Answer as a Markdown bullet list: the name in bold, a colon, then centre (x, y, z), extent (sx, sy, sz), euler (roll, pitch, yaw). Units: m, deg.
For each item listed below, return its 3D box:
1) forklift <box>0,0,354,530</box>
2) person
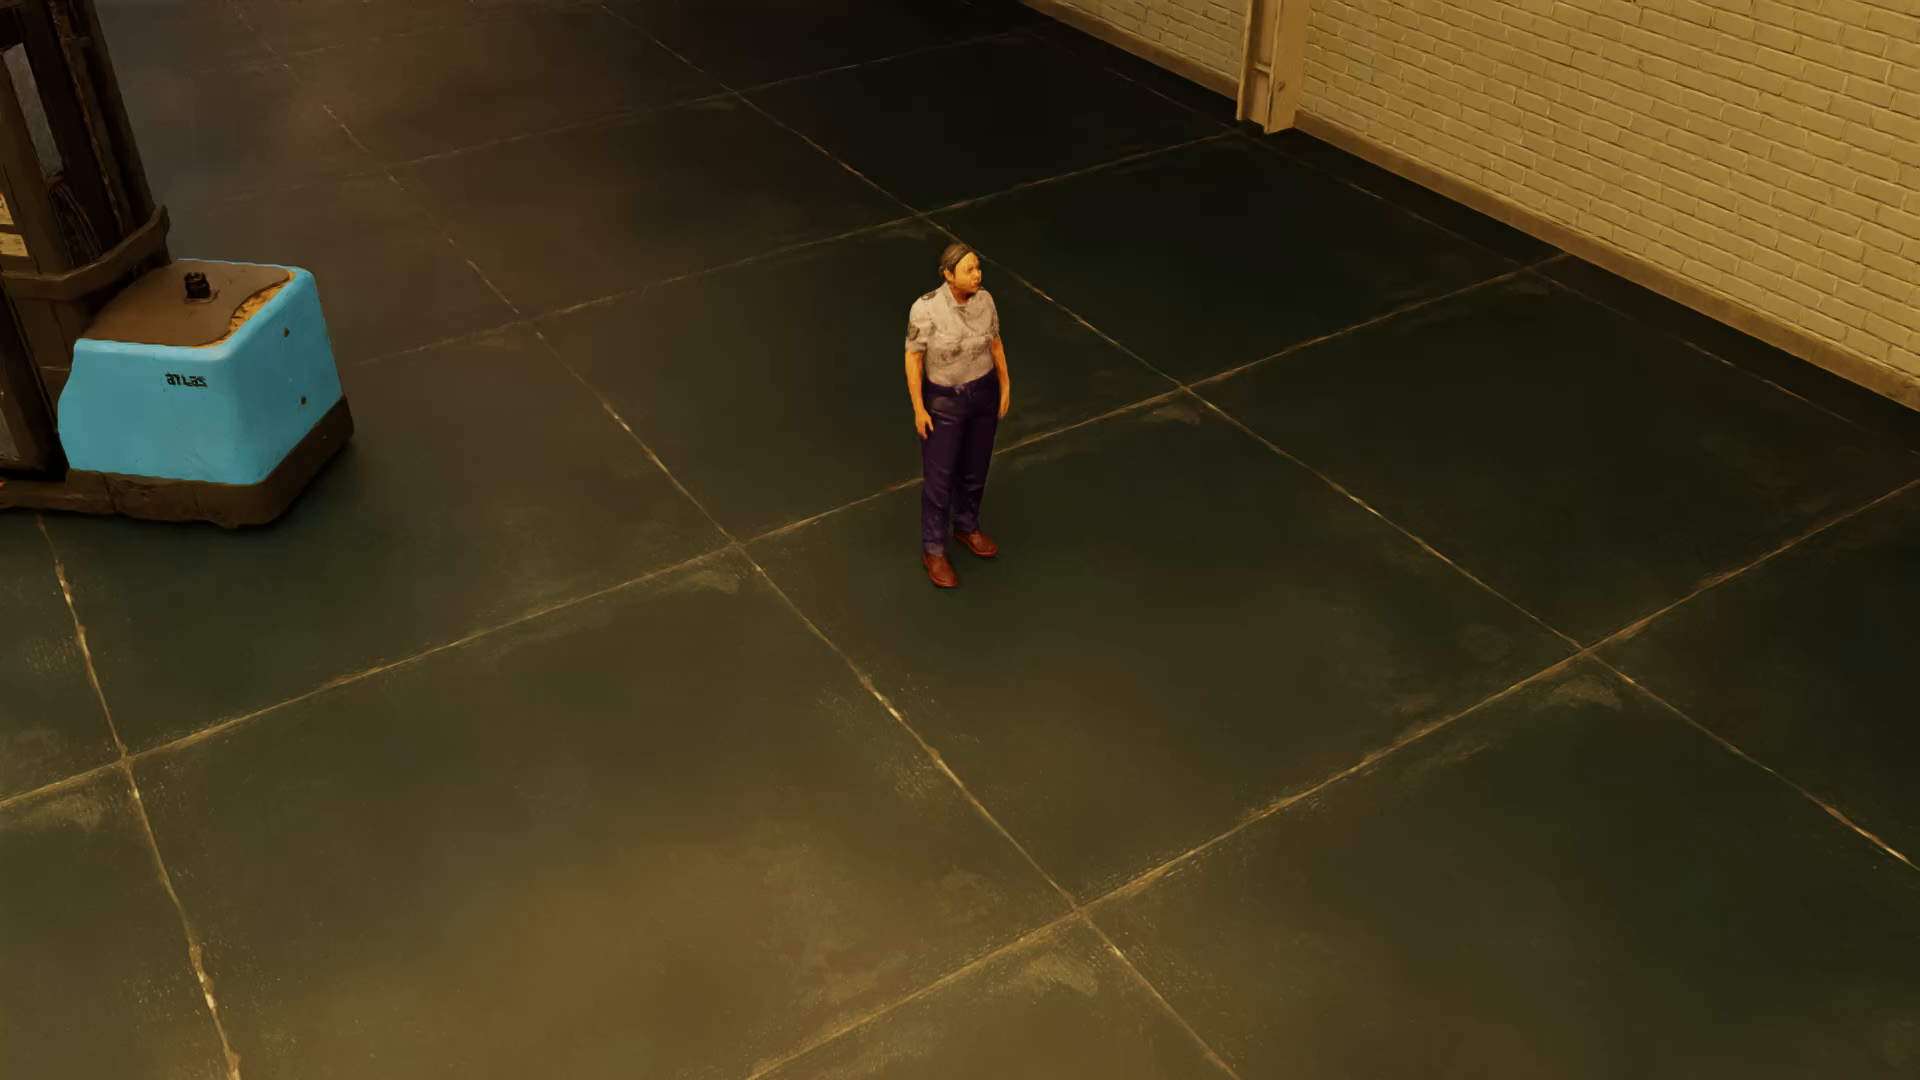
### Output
- **forklift**: centre (-5.008, -1.649, 8.495), extent (3.031, 2.935, 1.130), euler (5, 35, 8)
- **person**: centre (0.030, -0.630, 8.148), extent (0.599, 1.650, 0.502), euler (-21, 40, -27)
